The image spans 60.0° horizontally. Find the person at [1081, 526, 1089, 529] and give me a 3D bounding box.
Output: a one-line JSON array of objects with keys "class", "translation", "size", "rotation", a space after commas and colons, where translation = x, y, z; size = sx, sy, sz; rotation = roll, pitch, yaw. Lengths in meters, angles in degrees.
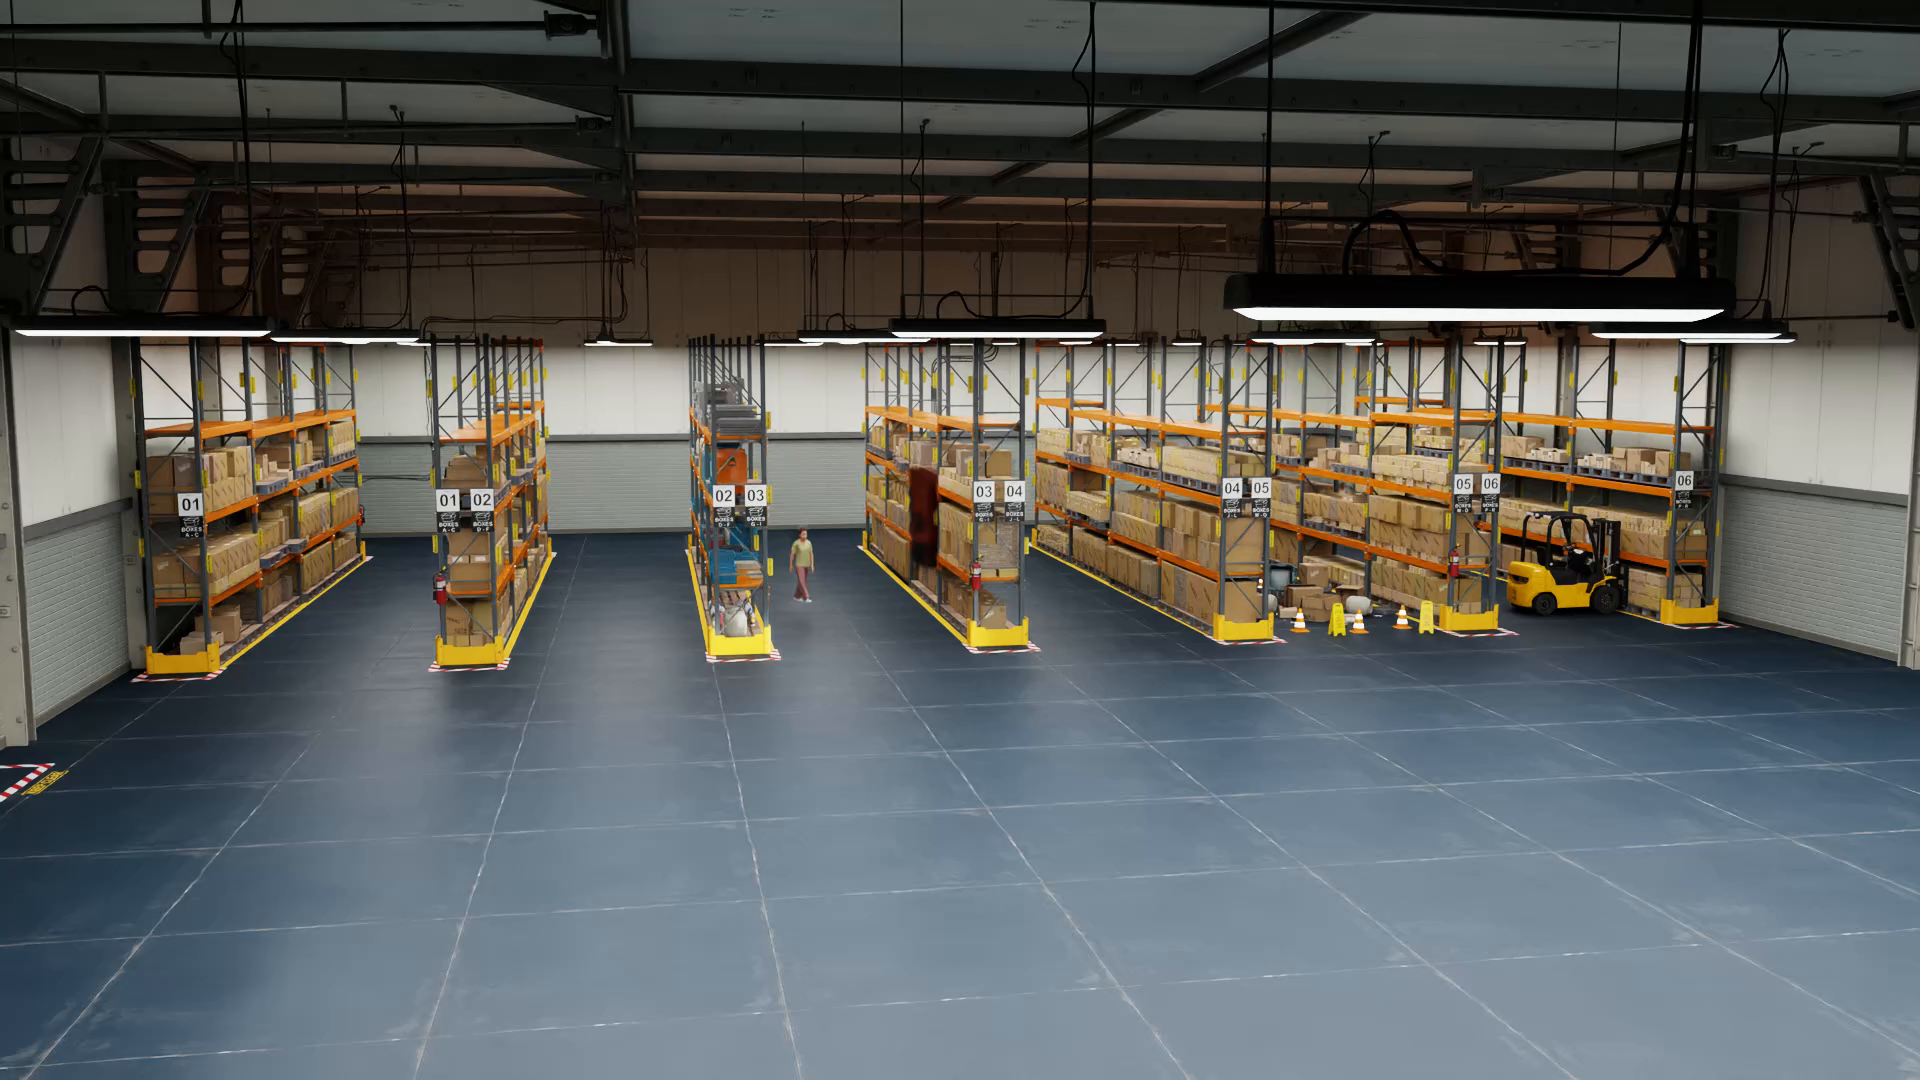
[{"class": "person", "translation": [3.837, -0.855, 50.221], "size": [0.802, 1.645, 0.438], "rotation": [-4, 8, -29]}]

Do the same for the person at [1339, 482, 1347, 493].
[{"class": "person", "translation": [11.866, -1.016, 51.758], "size": [0.454, 1.591, 0.451], "rotation": [-2, 7, -14]}]

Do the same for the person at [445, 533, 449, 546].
[{"class": "person", "translation": [-13.328, -0.052, 43.741], "size": [0.492, 1.509, 0.781], "rotation": [0, 7, -1]}]

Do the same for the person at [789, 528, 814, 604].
[{"class": "person", "translation": [-3.294, 0.549, 35.342], "size": [0.474, 1.621, 0.990], "rotation": [-5, 8, -38]}]
